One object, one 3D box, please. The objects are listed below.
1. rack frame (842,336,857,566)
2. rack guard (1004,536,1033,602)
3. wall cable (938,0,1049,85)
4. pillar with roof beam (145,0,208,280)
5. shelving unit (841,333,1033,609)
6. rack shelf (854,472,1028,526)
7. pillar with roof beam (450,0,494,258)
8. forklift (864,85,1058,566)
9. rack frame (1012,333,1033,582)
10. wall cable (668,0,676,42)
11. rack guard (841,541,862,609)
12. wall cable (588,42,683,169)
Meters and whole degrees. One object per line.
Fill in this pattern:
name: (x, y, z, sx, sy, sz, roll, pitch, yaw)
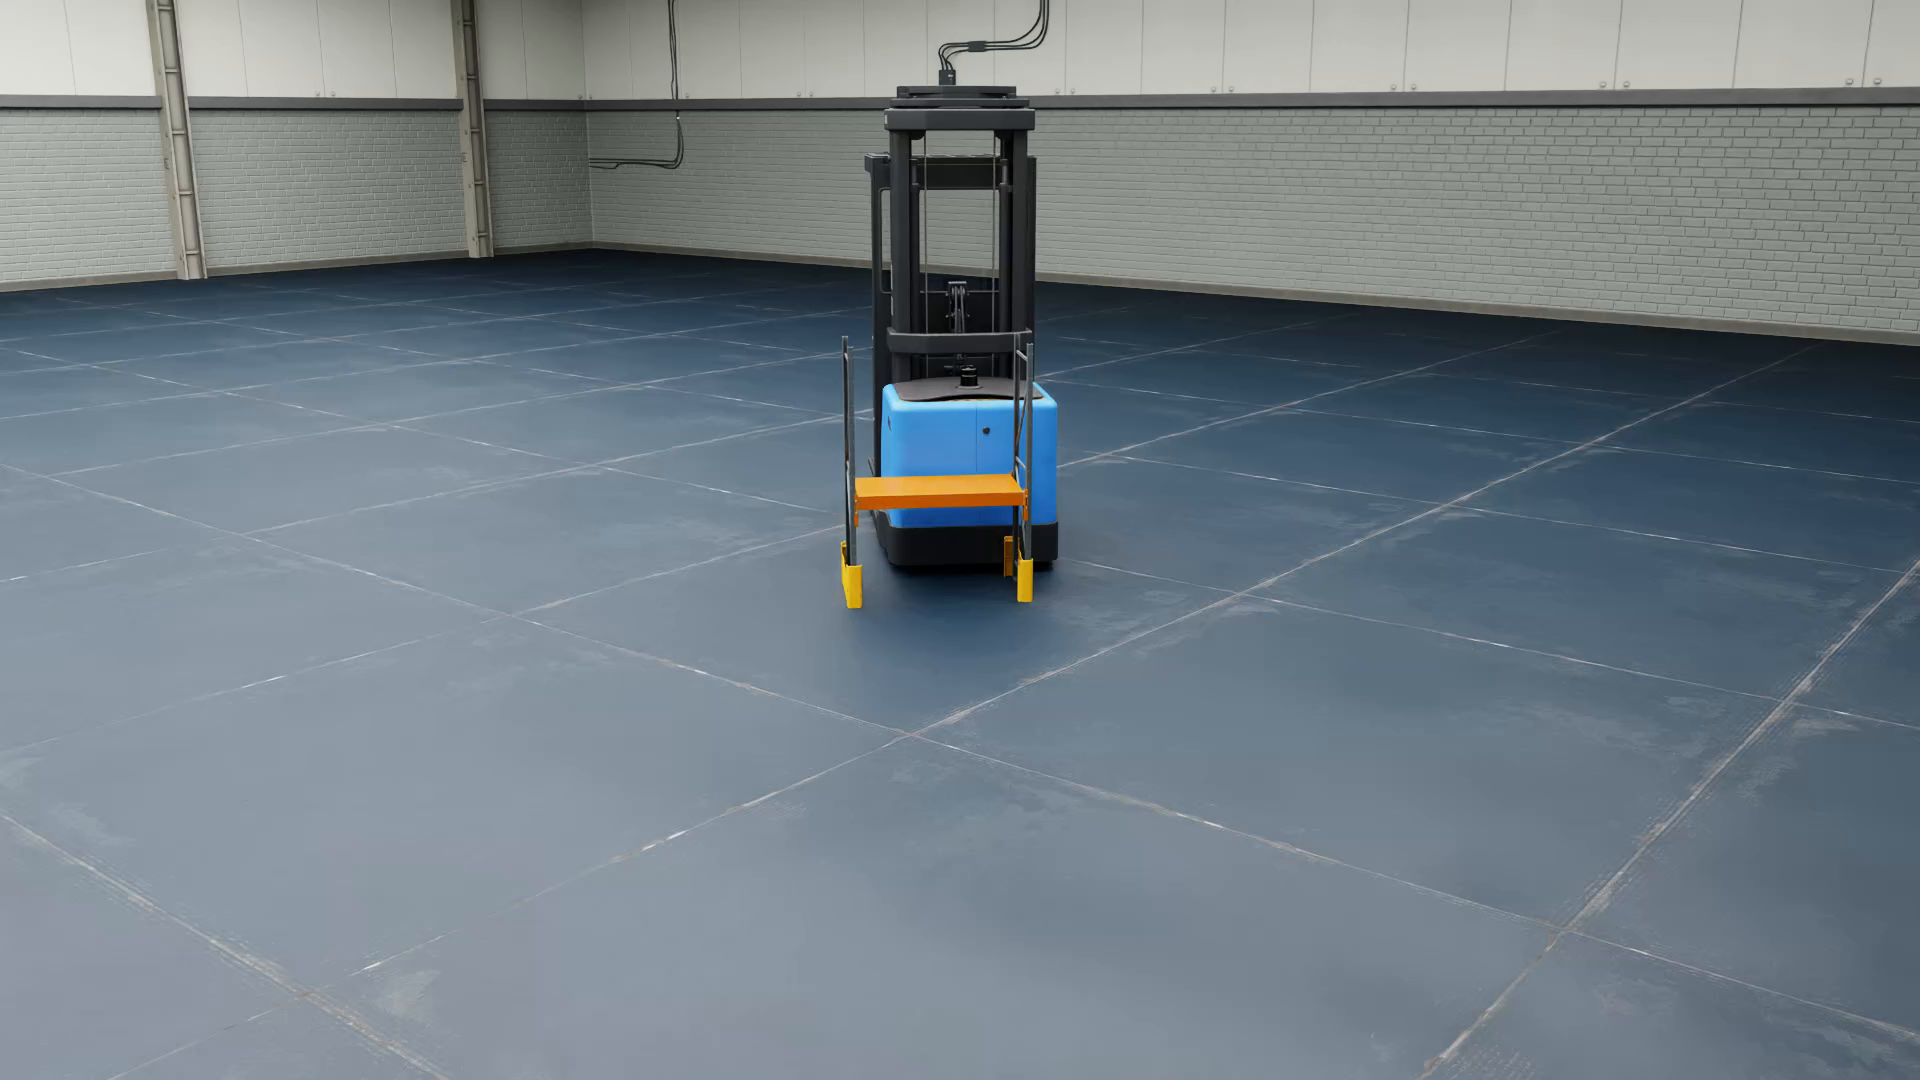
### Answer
rack frame: (-0.641, -0.405, 9.670, 0.032, 1.500, 0.500, -2, 14, -7)
rack guard: (0.348, 0.170, 9.948, 0.087, 0.250, 0.587, -2, 14, -7)
wall cable: (0.542, -10.641, 27.826, 2.305, 6.003, 0.169, 11, 18, 38)
pillar with roof beam: (-10.135, -8.290, 25.479, 9.100, 9.000, 0.400, 11, 18, 38)
shelving unit: (-0.146, -0.421, 9.732, 1.083, 1.500, 0.587, -2, 14, -7)
rack shelf: (-0.137, -0.246, 9.778, 1.000, 0.185, 0.538, -2, 14, -7)
pillar with roof beam: (-6.364, -9.439, 30.002, 9.100, 9.000, 0.400, 11, 18, 38)
forklift: (-0.071, -1.574, 11.366, 1.130, 2.935, 3.031, -2, 14, -6)
rack frame: (0.367, -0.437, 9.796, 0.032, 1.500, 0.500, -2, 14, -7)
wall cable: (-4.728, -10.989, 32.152, 3.097, 2.526, 0.112, 11, 18, 38)
rack guard: (-0.640, 0.201, 9.824, 0.087, 0.250, 0.587, -2, 14, -7)
wall cable: (-6.832, -8.960, 34.422, 3.097, 2.526, 0.112, 11, 18, 38)
